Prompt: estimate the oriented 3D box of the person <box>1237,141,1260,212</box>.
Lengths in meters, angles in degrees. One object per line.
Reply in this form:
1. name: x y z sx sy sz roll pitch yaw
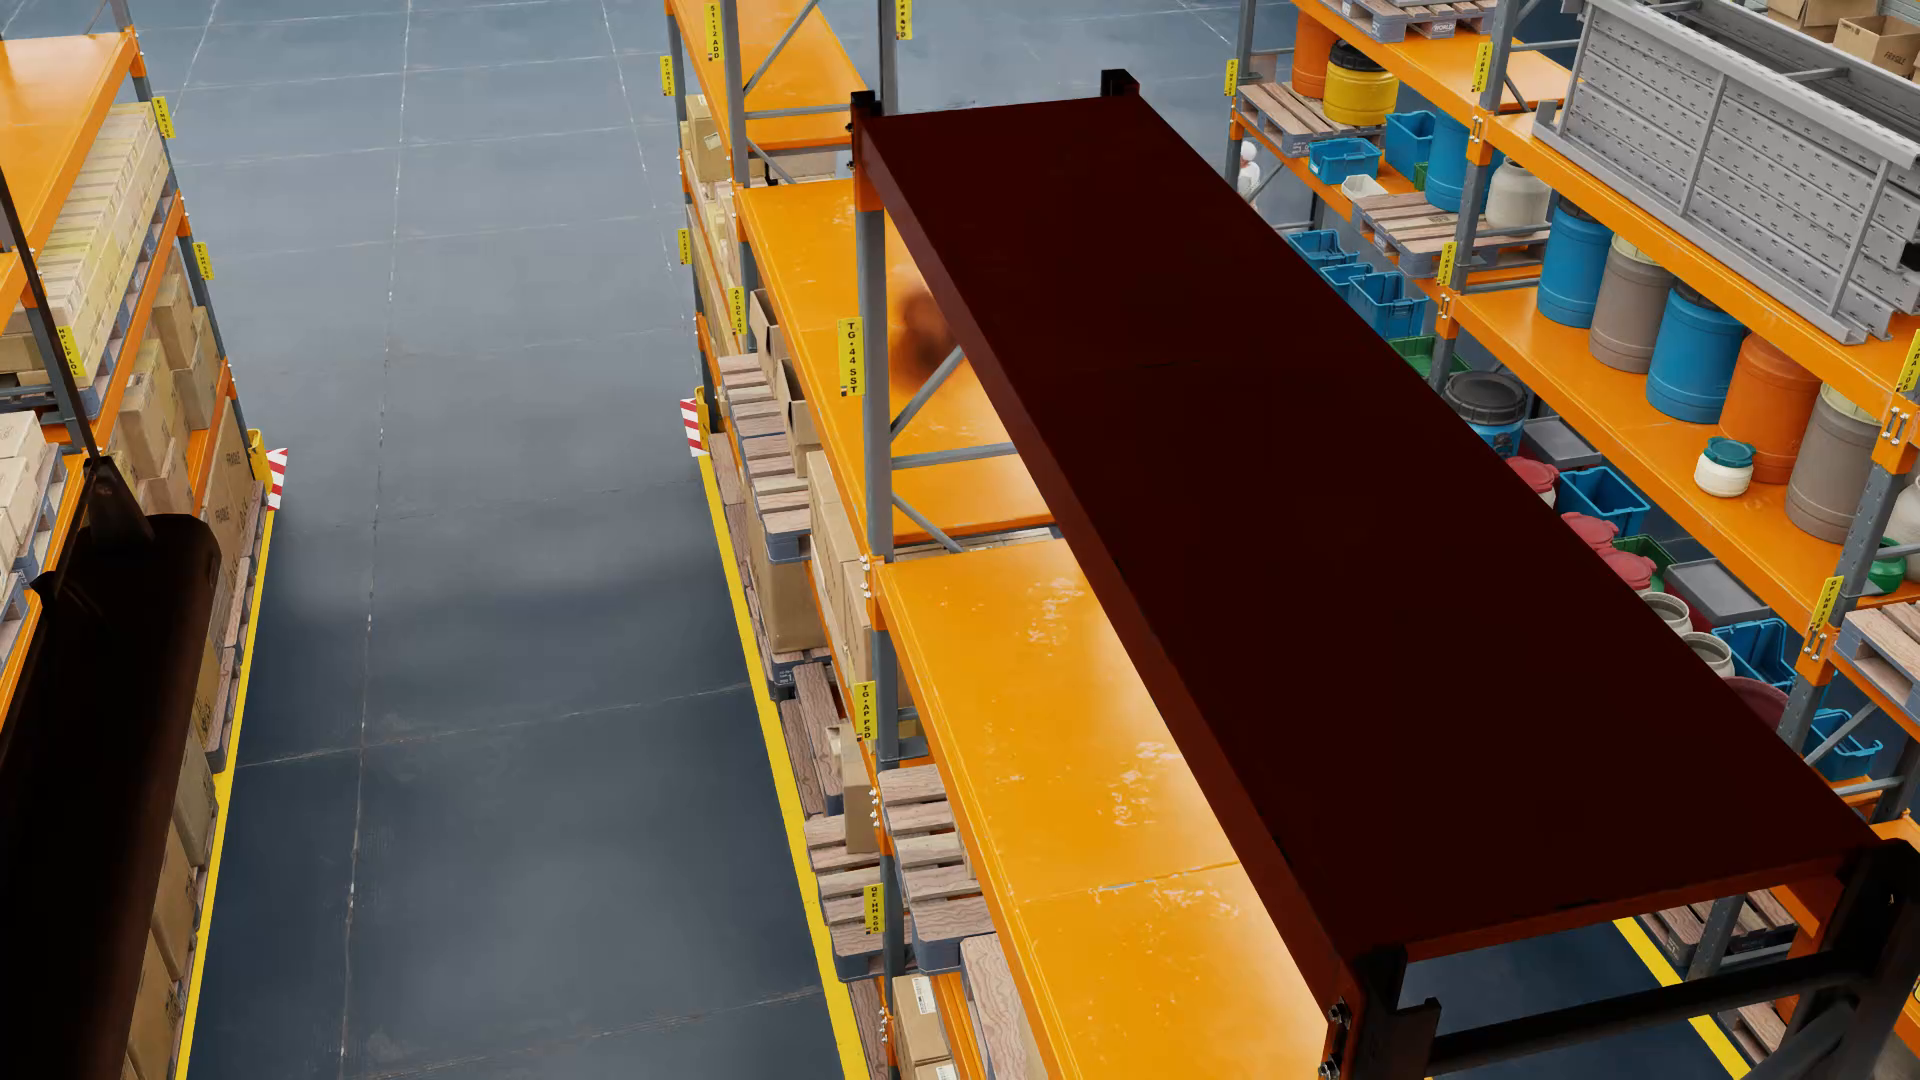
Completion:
1. person: 2.886 -3.287 17.348 0.605 1.834 0.714 17 38 23
